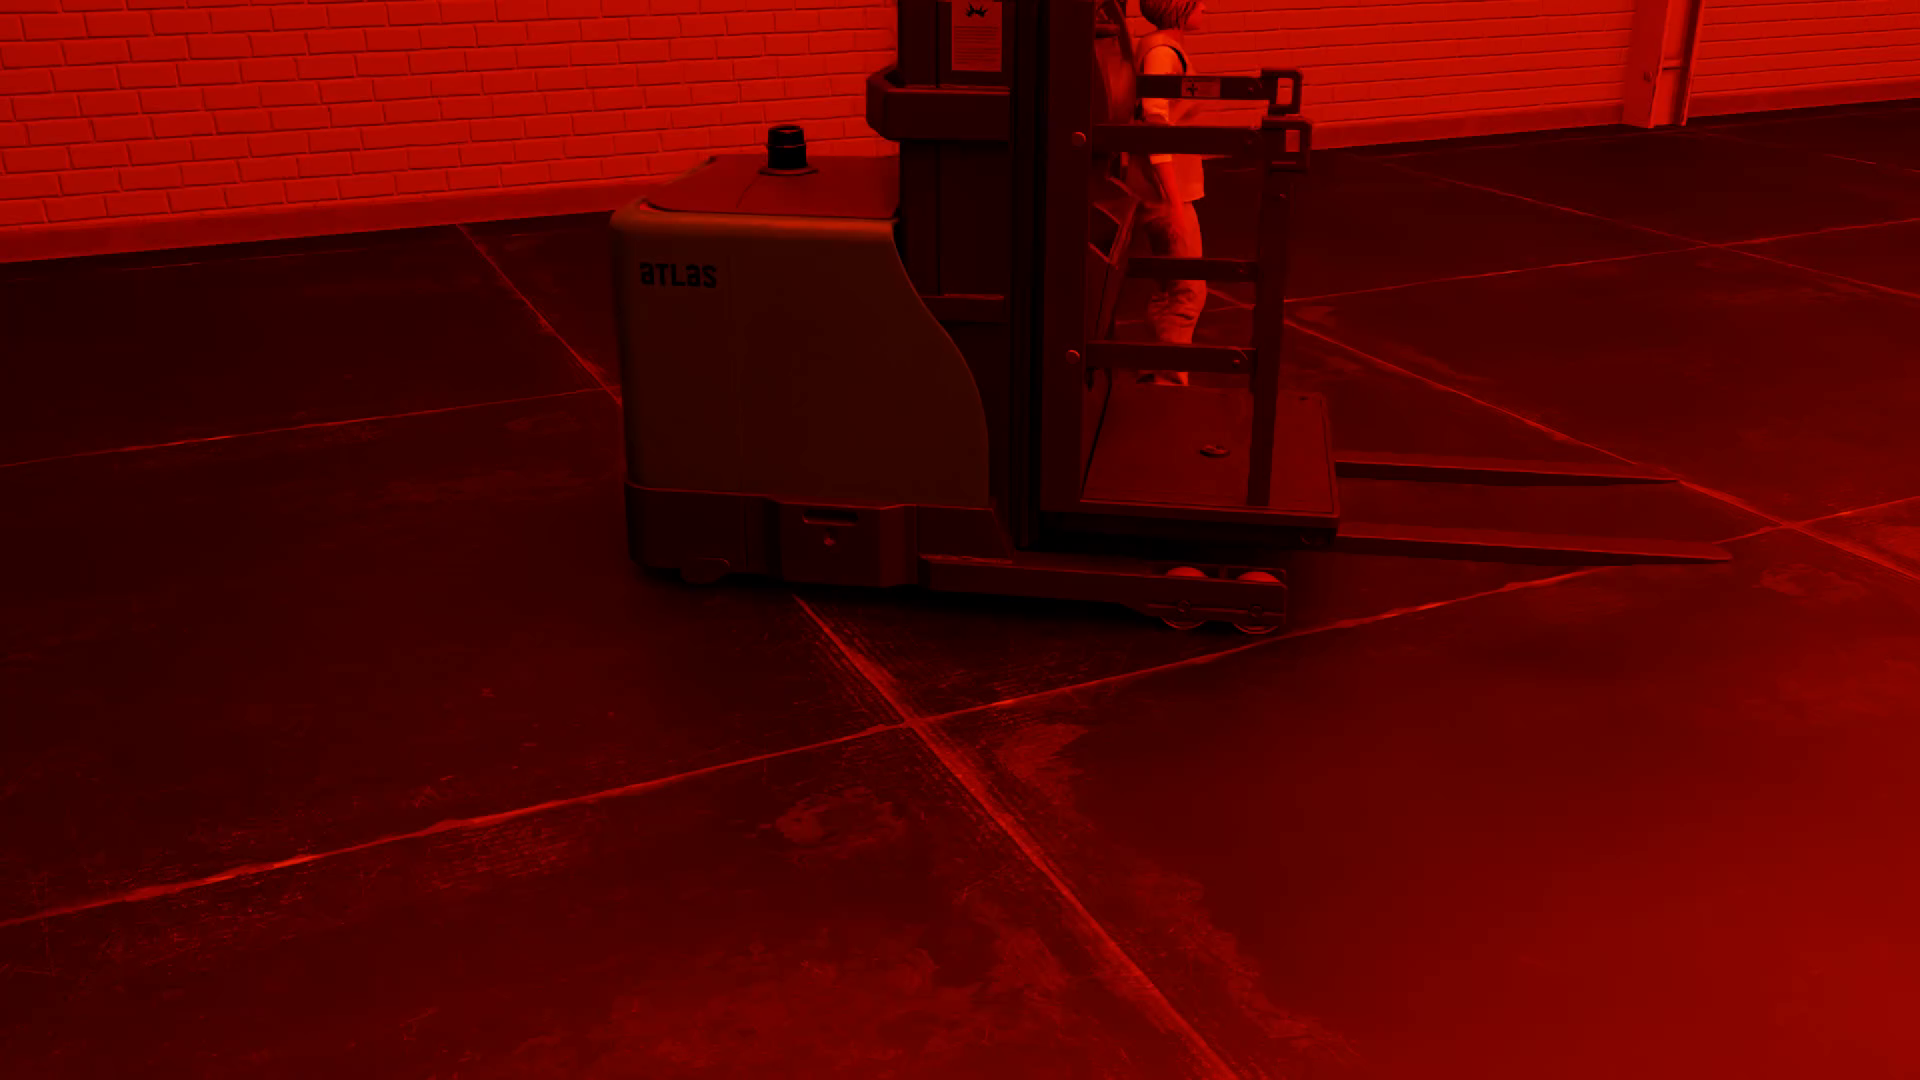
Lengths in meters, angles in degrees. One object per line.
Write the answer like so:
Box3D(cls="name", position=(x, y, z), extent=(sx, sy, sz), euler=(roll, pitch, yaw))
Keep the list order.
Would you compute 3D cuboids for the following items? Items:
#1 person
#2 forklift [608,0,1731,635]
Box3D(cls="person", position=(0.788, -1.213, 5.943), extent=(0.401, 1.600, 0.530), euler=(1, 23, 2))
Box3D(cls="forklift", position=(0.606, -1.318, 4.460), extent=(3.031, 2.935, 1.130), euler=(4, 23, 9))
